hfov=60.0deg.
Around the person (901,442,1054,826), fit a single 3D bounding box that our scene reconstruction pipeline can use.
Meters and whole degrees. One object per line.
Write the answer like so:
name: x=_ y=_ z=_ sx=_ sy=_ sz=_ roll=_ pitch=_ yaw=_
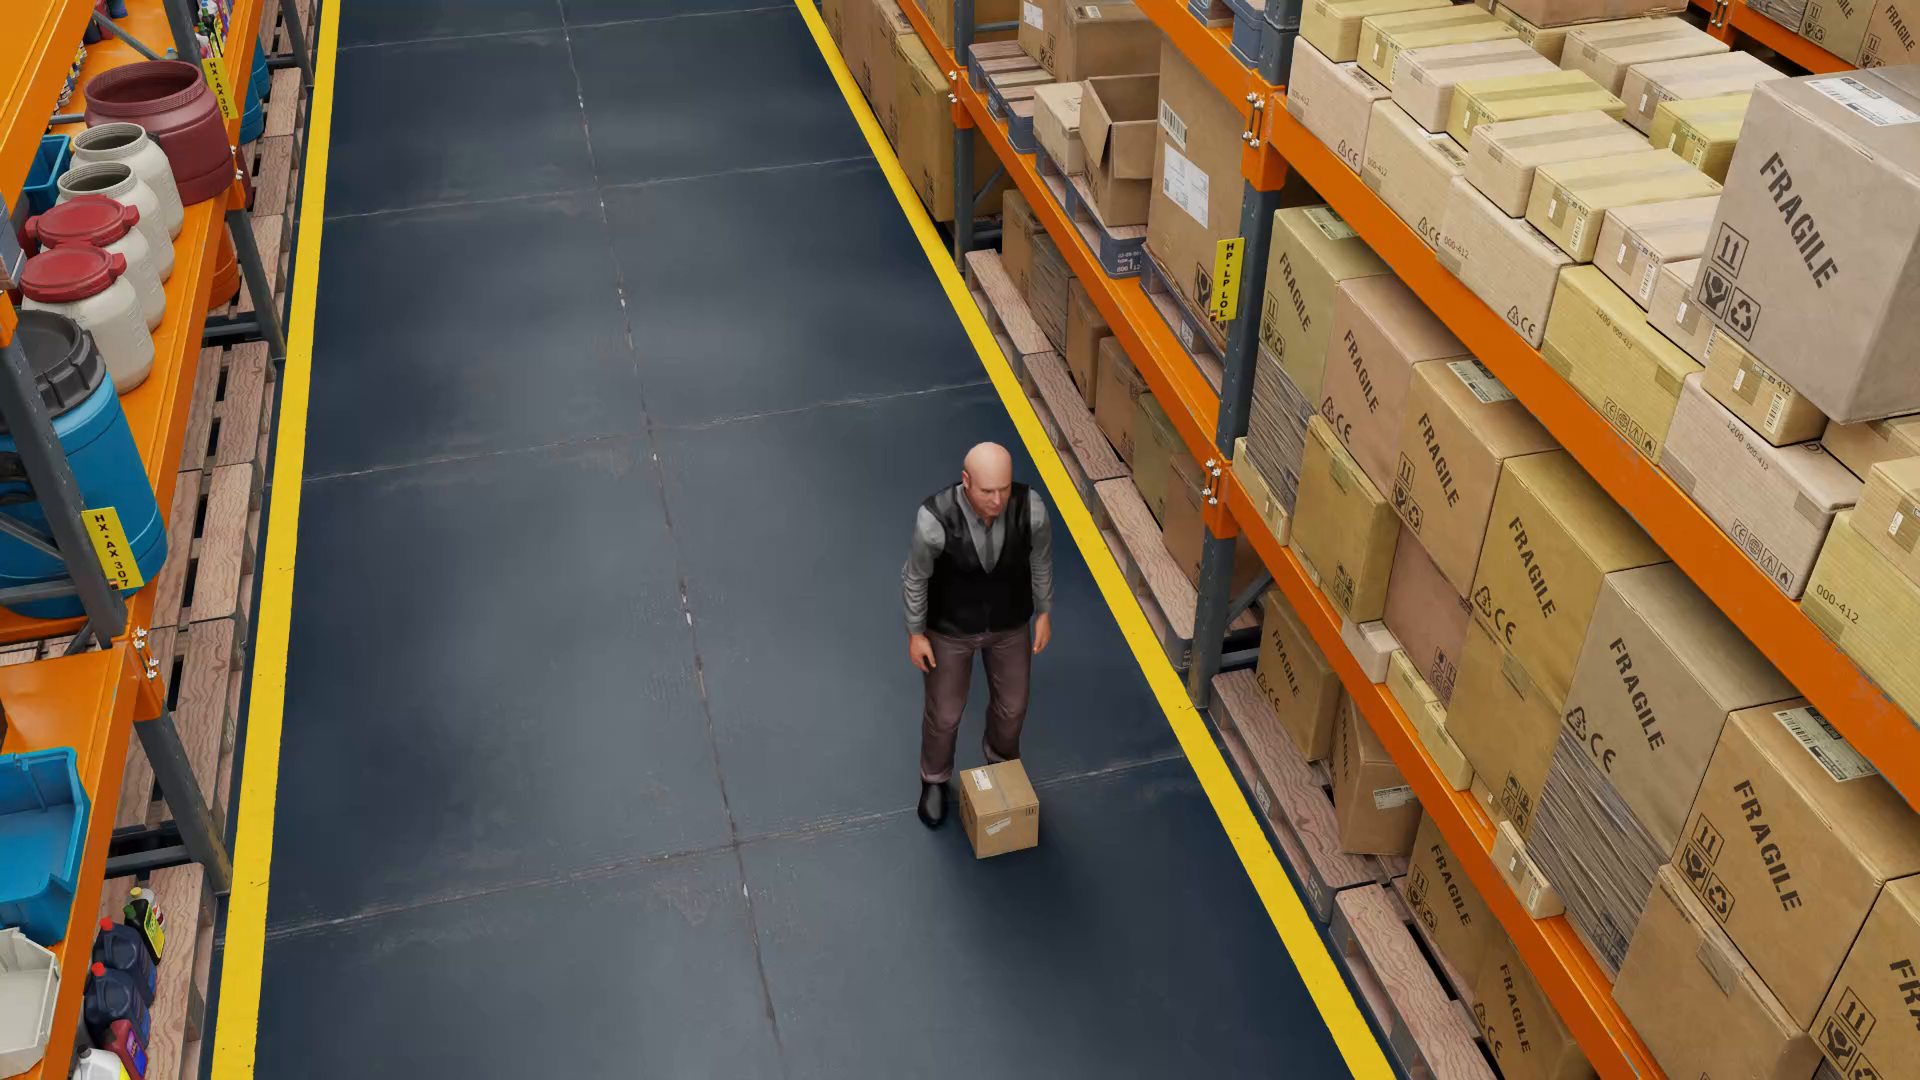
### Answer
person: x=0.067 y=0.317 z=6.327 sx=0.581 sy=1.721 sz=0.419 roll=-9 pitch=39 yaw=-12
